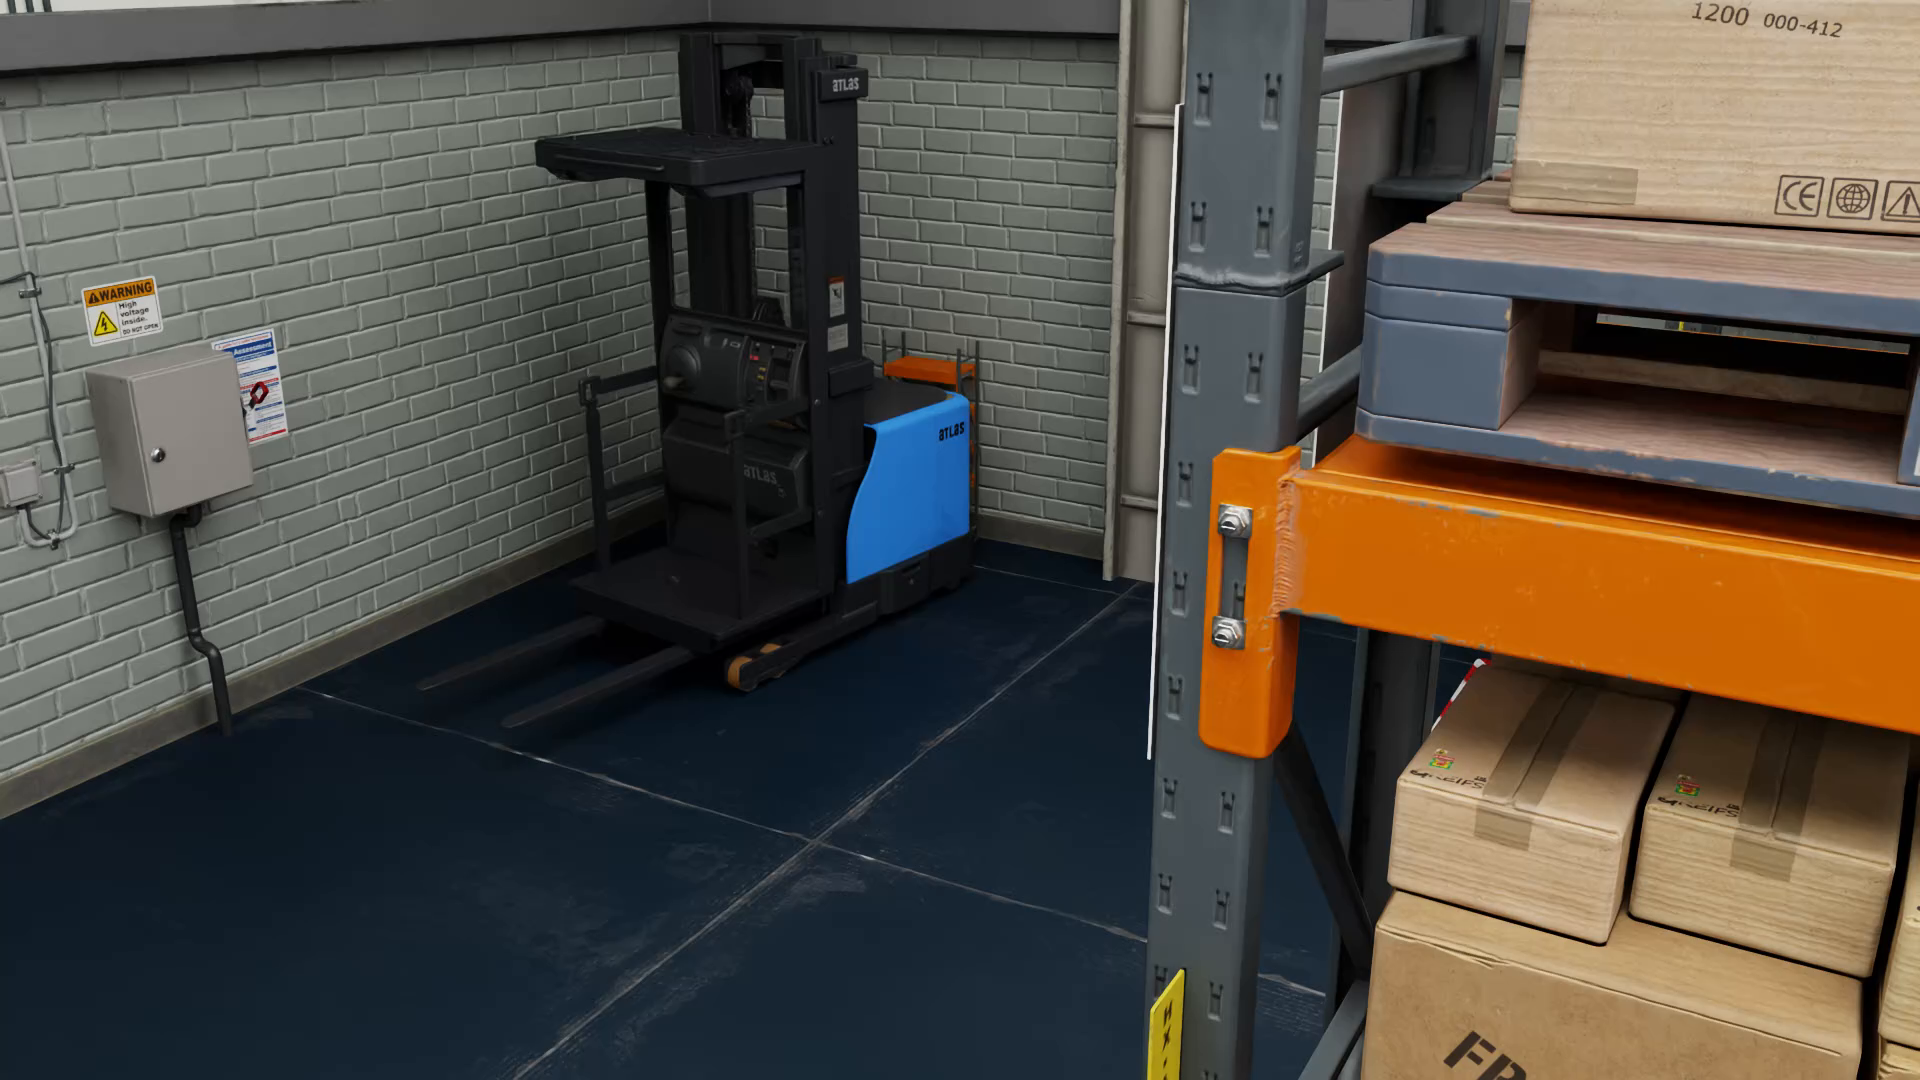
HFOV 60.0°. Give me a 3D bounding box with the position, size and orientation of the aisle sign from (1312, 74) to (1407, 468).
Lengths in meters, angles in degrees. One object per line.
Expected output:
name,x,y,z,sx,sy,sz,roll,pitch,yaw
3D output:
aisle sign,0.623,-0.336,2.579,0.004,0.787,0.394,11,23,27

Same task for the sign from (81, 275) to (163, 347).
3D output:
sign,-3.456,-0.947,6.867,0.001,0.242,0.339,11,23,27

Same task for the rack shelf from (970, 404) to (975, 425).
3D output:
rack shelf,-0.168,-0.724,9.641,0.480,0.148,0.258,11,22,27

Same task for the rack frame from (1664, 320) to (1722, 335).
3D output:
rack frame,2.952,-0.488,6.810,0.127,3.000,1.000,11,23,27

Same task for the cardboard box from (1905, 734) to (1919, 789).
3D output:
cardboard box,1.445,0.222,2.291,0.250,0.149,0.380,11,22,27

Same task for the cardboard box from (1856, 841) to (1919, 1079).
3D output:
cardboard box,1.269,0.722,1.863,0.500,0.500,0.500,10,22,26

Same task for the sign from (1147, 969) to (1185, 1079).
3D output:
sign,0.258,0.711,2.121,0.005,0.325,0.100,11,23,27

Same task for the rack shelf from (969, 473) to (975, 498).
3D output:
rack shelf,-0.168,-0.326,9.784,0.480,0.148,0.258,11,22,27

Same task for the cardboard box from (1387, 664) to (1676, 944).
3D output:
cardboard box,0.709,0.310,2.047,0.250,0.149,0.380,11,23,28

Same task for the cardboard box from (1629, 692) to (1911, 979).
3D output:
cardboard box,0.973,0.333,1.985,0.250,0.149,0.380,11,23,29

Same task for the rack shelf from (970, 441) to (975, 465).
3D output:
rack shelf,-0.168,-0.513,9.717,0.480,0.148,0.258,11,22,27

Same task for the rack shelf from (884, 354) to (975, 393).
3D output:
rack shelf,-0.168,-0.946,9.561,0.480,0.148,0.258,11,22,27

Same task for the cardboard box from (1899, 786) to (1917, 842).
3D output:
cardboard box,1.542,0.561,2.306,0.500,0.500,0.500,11,23,27

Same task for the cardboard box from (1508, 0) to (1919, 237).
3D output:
cardboard box,0.971,-0.545,2.028,0.500,0.250,0.500,9,22,22

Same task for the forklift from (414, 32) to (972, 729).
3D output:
forklift,-1.239,-0.849,7.908,1.130,2.935,3.031,15,25,36

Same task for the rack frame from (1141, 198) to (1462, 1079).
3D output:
rack frame,0.534,0.991,2.735,0.127,3.000,1.000,11,23,27

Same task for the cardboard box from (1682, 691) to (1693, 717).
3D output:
cardboard box,1.179,0.204,2.340,0.250,0.149,0.380,11,23,28

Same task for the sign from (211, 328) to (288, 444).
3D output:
sign,-3.188,-0.678,7.475,0.001,0.494,0.329,11,23,27

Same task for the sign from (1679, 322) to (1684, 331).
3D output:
sign,2.687,-0.733,6.217,0.005,0.325,0.100,11,23,27

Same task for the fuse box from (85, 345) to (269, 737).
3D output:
fuse box,-3.248,0.065,7.178,0.414,1.711,0.539,11,23,27

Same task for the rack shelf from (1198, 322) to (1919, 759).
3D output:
rack shelf,2.280,0.251,1.429,4.000,0.370,1.077,11,23,27

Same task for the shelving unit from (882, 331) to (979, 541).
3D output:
shelving unit,-0.168,-0.576,9.694,0.503,1.200,0.258,11,22,27

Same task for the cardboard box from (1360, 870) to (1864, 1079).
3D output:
cardboard box,0.814,0.638,2.094,0.500,0.500,0.500,10,22,26

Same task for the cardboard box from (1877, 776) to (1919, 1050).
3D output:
cardboard box,1.144,0.410,1.772,0.250,0.149,0.380,12,23,29

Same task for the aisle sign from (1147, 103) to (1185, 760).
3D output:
aisle sign,0.330,-0.157,2.087,0.004,0.787,0.394,11,23,27

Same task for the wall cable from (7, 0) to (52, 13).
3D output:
wall cable,-2.808,-3.756,6.967,0.133,3.039,2.988,11,23,27

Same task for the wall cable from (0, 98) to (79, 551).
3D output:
wall cable,-3.718,-0.842,6.297,0.122,1.984,0.588,11,23,27

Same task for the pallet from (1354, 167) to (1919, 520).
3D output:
pallet,1.187,-0.257,1.907,1.213,0.211,1.003,11,23,27

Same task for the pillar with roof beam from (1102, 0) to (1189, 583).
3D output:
pillar with roof beam,-1.062,-2.743,4.230,0.400,9.000,9.100,11,23,27

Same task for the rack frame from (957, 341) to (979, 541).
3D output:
rack frame,0.046,-0.537,9.584,0.015,1.200,0.240,11,22,27

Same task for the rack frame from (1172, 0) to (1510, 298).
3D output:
rack frame,0.534,-1.829,1.712,0.127,3.000,1.000,11,23,27

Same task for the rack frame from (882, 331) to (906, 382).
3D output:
rack frame,-0.382,-0.616,9.804,0.015,1.200,0.240,11,22,27

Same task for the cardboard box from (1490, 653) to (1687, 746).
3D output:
cardboard box,0.945,0.169,2.437,0.250,0.149,0.380,11,23,28
